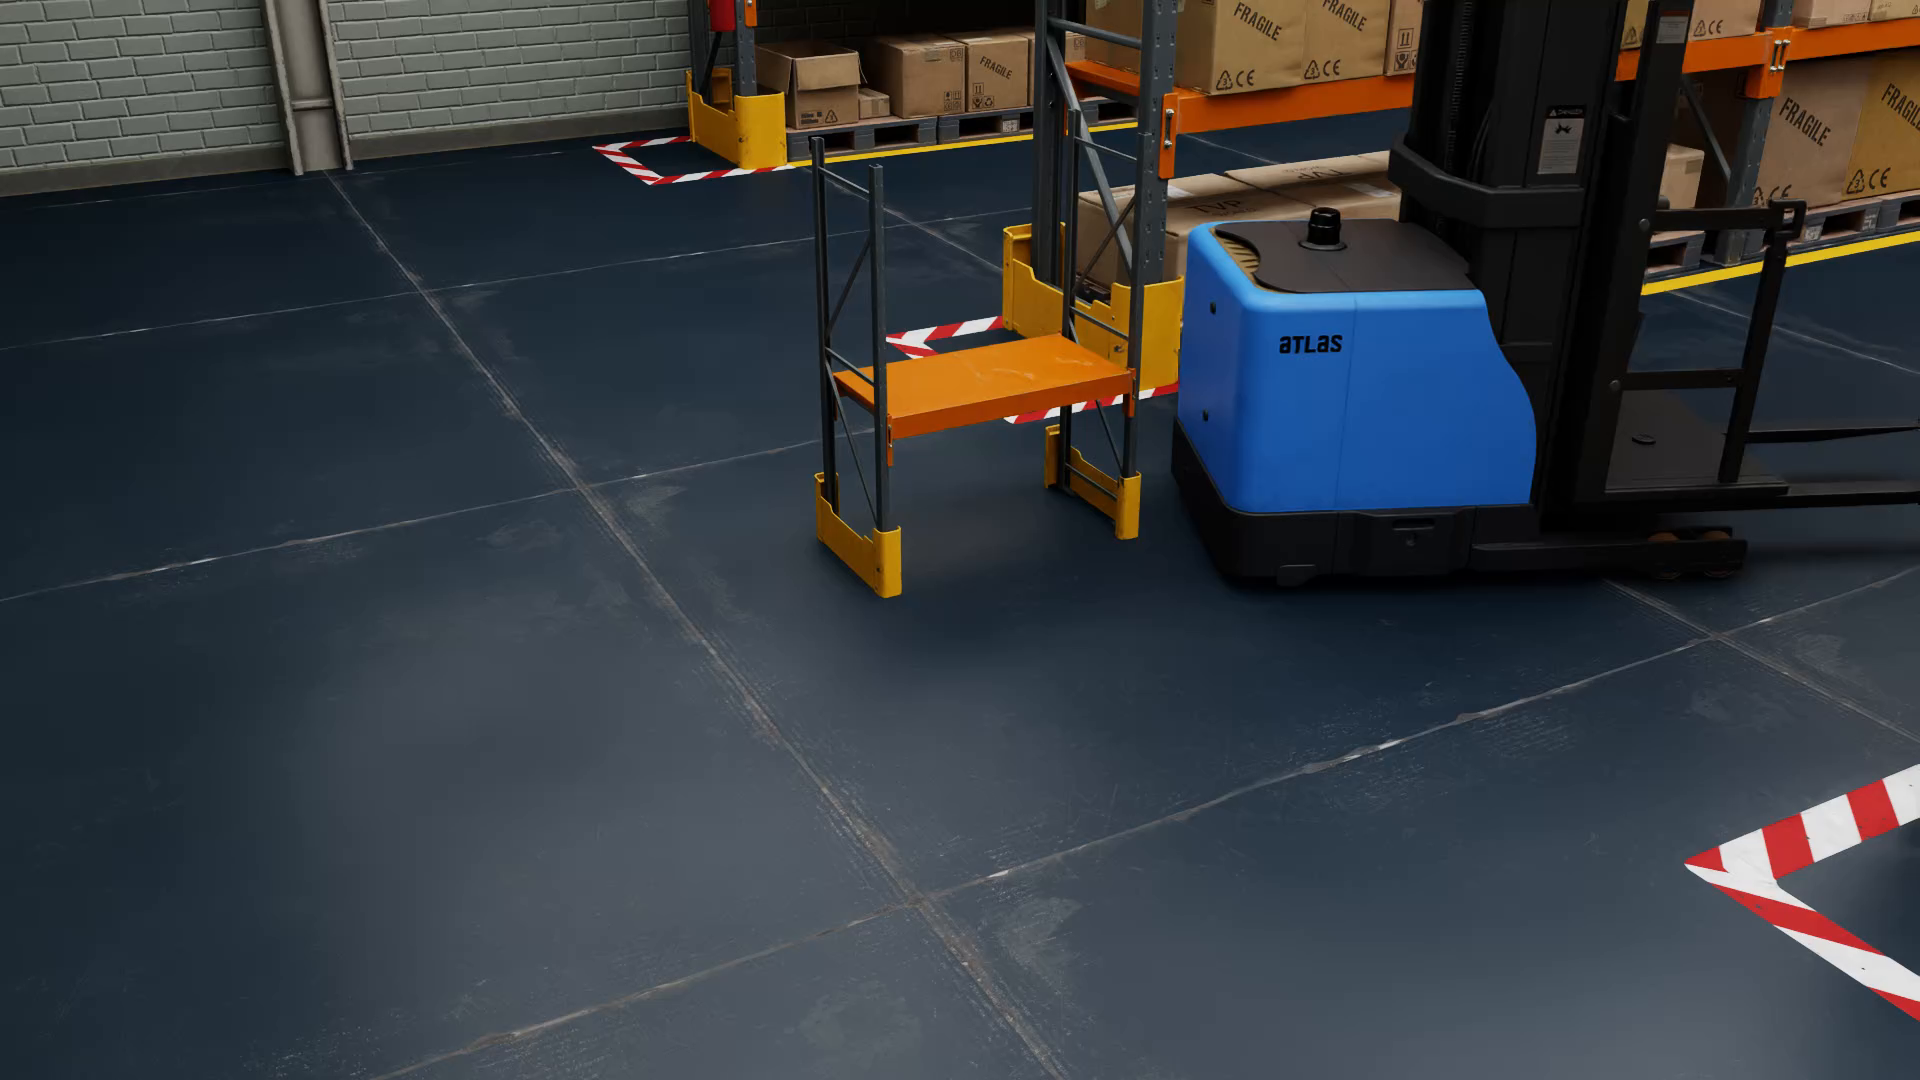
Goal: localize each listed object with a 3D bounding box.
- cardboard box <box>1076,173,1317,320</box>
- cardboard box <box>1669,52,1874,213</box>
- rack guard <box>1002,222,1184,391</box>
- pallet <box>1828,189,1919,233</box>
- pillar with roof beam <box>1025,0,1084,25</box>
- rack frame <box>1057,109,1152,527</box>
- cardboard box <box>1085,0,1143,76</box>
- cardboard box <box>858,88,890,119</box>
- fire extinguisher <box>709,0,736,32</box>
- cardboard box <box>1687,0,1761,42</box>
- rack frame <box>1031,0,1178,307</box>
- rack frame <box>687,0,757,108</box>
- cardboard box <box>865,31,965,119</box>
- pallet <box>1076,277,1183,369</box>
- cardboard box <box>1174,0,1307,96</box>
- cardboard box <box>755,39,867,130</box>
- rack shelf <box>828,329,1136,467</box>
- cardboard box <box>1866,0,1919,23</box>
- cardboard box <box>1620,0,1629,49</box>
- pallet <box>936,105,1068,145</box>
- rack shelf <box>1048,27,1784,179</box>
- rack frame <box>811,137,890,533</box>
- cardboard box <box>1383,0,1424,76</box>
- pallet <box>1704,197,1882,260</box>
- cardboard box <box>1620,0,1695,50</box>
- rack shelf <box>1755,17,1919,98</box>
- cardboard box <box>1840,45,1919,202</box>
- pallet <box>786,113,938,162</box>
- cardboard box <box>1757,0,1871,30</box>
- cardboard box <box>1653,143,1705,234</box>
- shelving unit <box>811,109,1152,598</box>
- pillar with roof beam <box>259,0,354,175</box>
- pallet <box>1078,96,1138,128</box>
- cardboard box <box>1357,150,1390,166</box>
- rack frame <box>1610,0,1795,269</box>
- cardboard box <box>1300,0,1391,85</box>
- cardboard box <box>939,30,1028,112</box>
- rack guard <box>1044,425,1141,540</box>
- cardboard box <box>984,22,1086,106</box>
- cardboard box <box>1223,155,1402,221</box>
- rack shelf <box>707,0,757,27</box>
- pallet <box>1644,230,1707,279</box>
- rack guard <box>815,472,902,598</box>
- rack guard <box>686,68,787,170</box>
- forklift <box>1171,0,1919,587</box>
[{"bbox_3d":[1.178,-1.490,8.363,0.875,0.438,0.875,-14,29,-27],"label":"cardboard box"},{"bbox_3d":[4.682,-2.486,9.933,0.875,0.875,0.875,-12,28,-24],"label":"cardboard box"},{"bbox_3d":[0.622,-1.152,8.071,0.348,0.500,1.175,-13,29,-25],"label":"rack guard"},{"bbox_3d":[5.896,-2.277,10.749,1.213,0.211,1.003,-13,29,-25],"label":"pallet"},{"bbox_3d":[2.821,-6.256,8.882,0.400,9.000,9.100,-13,29,-25],"label":"pillar with roof beam"},{"bbox_3d":[0.524,-0.797,6.177,0.032,1.500,0.500,-13,29,-25],"label":"rack frame"},{"bbox_3d":[0.944,-2.528,7.934,0.500,0.500,0.500,-13,28,-25],"label":"cardboard box"},{"bbox_3d":[-0.719,-3.242,12.346,0.250,0.149,0.380,-14,29,-27],"label":"cardboard box"},{"bbox_3d":[-1.608,-3.769,11.154,0.183,0.674,0.296,-13,29,-25],"label":"fire extinguisher"},{"bbox_3d":[3.883,-2.951,8.815,0.500,0.500,0.500,-13,28,-25],"label":"cardboard box"},{"bbox_3d":[0.643,-2.283,7.540,0.127,3.000,1.000,-13,29,-25],"label":"rack frame"},{"bbox_3d":[-1.696,-4.178,11.487,0.127,3.000,1.000,-13,29,-25],"label":"rack frame"},{"bbox_3d":[-0.339,-3.488,12.453,0.500,0.500,0.700,-12,28,-23],"label":"cardboard box"},{"bbox_3d":[1.312,-1.219,8.545,1.213,0.211,1.003,-13,29,-25],"label":"pallet"},{"bbox_3d":[1.202,-2.317,7.494,0.500,0.500,0.500,-13,29,-25],"label":"cardboard box"},{"bbox_3d":[-1.112,-3.331,12.120,0.637,0.503,0.797,-14,29,-27],"label":"cardboard box"},{"bbox_3d":[0.075,-0.531,6.039,1.000,0.185,0.538,-13,29,-25],"label":"rack shelf"},{"bbox_3d":[5.141,-3.125,9.467,0.500,0.250,0.500,-14,29,-26],"label":"cardboard box"},{"bbox_3d":[2.995,-2.736,8.368,0.500,0.500,0.500,-13,29,-26],"label":"cardboard box"},{"bbox_3d":[0.149,-3.346,12.976,1.213,0.211,1.003,-13,29,-25],"label":"pallet"},{"bbox_3d":[2.408,-2.366,8.544,4.000,0.370,1.077,-13,29,-25],"label":"rack shelf"},{"bbox_3d":[-0.373,-0.590,5.746,0.032,1.500,0.500,-13,29,-25],"label":"rack frame"},{"bbox_3d":[2.092,-2.527,7.932,0.500,0.500,0.500,-13,29,-25],"label":"cardboard box"},{"bbox_3d":[4.818,-2.027,10.228,1.213,0.211,1.003,-13,29,-25],"label":"pallet"},{"bbox_3d":[3.432,-2.844,8.593,0.500,0.500,0.500,-14,29,-26],"label":"cardboard box"},{"bbox_3d":[5.937,-3.181,10.241,4.000,0.370,1.077,-13,29,-25],"label":"rack shelf"},{"bbox_3d":[5.475,-2.673,10.322,0.875,0.875,0.875,-12,28,-24],"label":"cardboard box"},{"bbox_3d":[-0.926,-3.099,12.462,1.213,0.211,1.003,-13,29,-25],"label":"pallet"},{"bbox_3d":[4.685,-3.019,9.246,0.500,0.250,0.500,-14,29,-26],"label":"cardboard box"},{"bbox_3d":[3.568,-2.045,9.520,0.875,0.438,0.875,-13,29,-26],"label":"cardboard box"},{"bbox_3d":[0.067,-0.692,5.958,1.083,1.500,0.587,-13,29,-25],"label":"shelving unit"},{"bbox_3d":[-2.474,-5.034,6.337,0.400,9.000,9.100,-13,29,-25],"label":"pillar with roof beam"},{"bbox_3d":[1.227,-3.596,13.497,1.213,0.211,1.003,-13,29,-25],"label":"pallet"},{"bbox_3d":[2.778,-1.863,9.139,0.875,0.438,0.875,-14,29,-27],"label":"cardboard box"},{"bbox_3d":[4.172,-3.098,9.237,0.127,3.000,1.000,-13,29,-25],"label":"rack frame"},{"bbox_3d":[1.635,-2.430,7.731,0.500,0.500,0.500,-13,29,-26],"label":"cardboard box"},{"bbox_3d":[0.174,-3.558,12.598,0.500,0.500,0.500,-12,28,-24],"label":"cardboard box"},{"bbox_3d":[0.507,-0.230,6.439,0.087,0.250,0.587,-13,29,-25],"label":"rack guard"},{"bbox_3d":[0.577,-3.700,12.893,0.500,0.500,0.700,-14,29,-27],"label":"cardboard box"},{"bbox_3d":[1.982,-1.680,8.758,0.875,0.438,0.875,-12,28,-24],"label":"cardboard box"},{"bbox_3d":[0.069,-4.261,12.491,4.000,0.370,1.077,-13,29,-25],"label":"rack shelf"},{"bbox_3d":[3.465,-1.716,9.580,1.213,0.211,1.003,-13,29,-25],"label":"pallet"},{"bbox_3d":[-0.372,-0.027,6.017,0.087,0.250,0.587,-13,29,-25],"label":"rack guard"},{"bbox_3d":[-1.629,-3.067,12.060,0.348,0.500,1.175,-13,29,-25],"label":"rack guard"},{"bbox_3d":[2.389,-1.404,5.789,3.031,2.935,1.130,-2,26,-4],"label":"forklift"}]
